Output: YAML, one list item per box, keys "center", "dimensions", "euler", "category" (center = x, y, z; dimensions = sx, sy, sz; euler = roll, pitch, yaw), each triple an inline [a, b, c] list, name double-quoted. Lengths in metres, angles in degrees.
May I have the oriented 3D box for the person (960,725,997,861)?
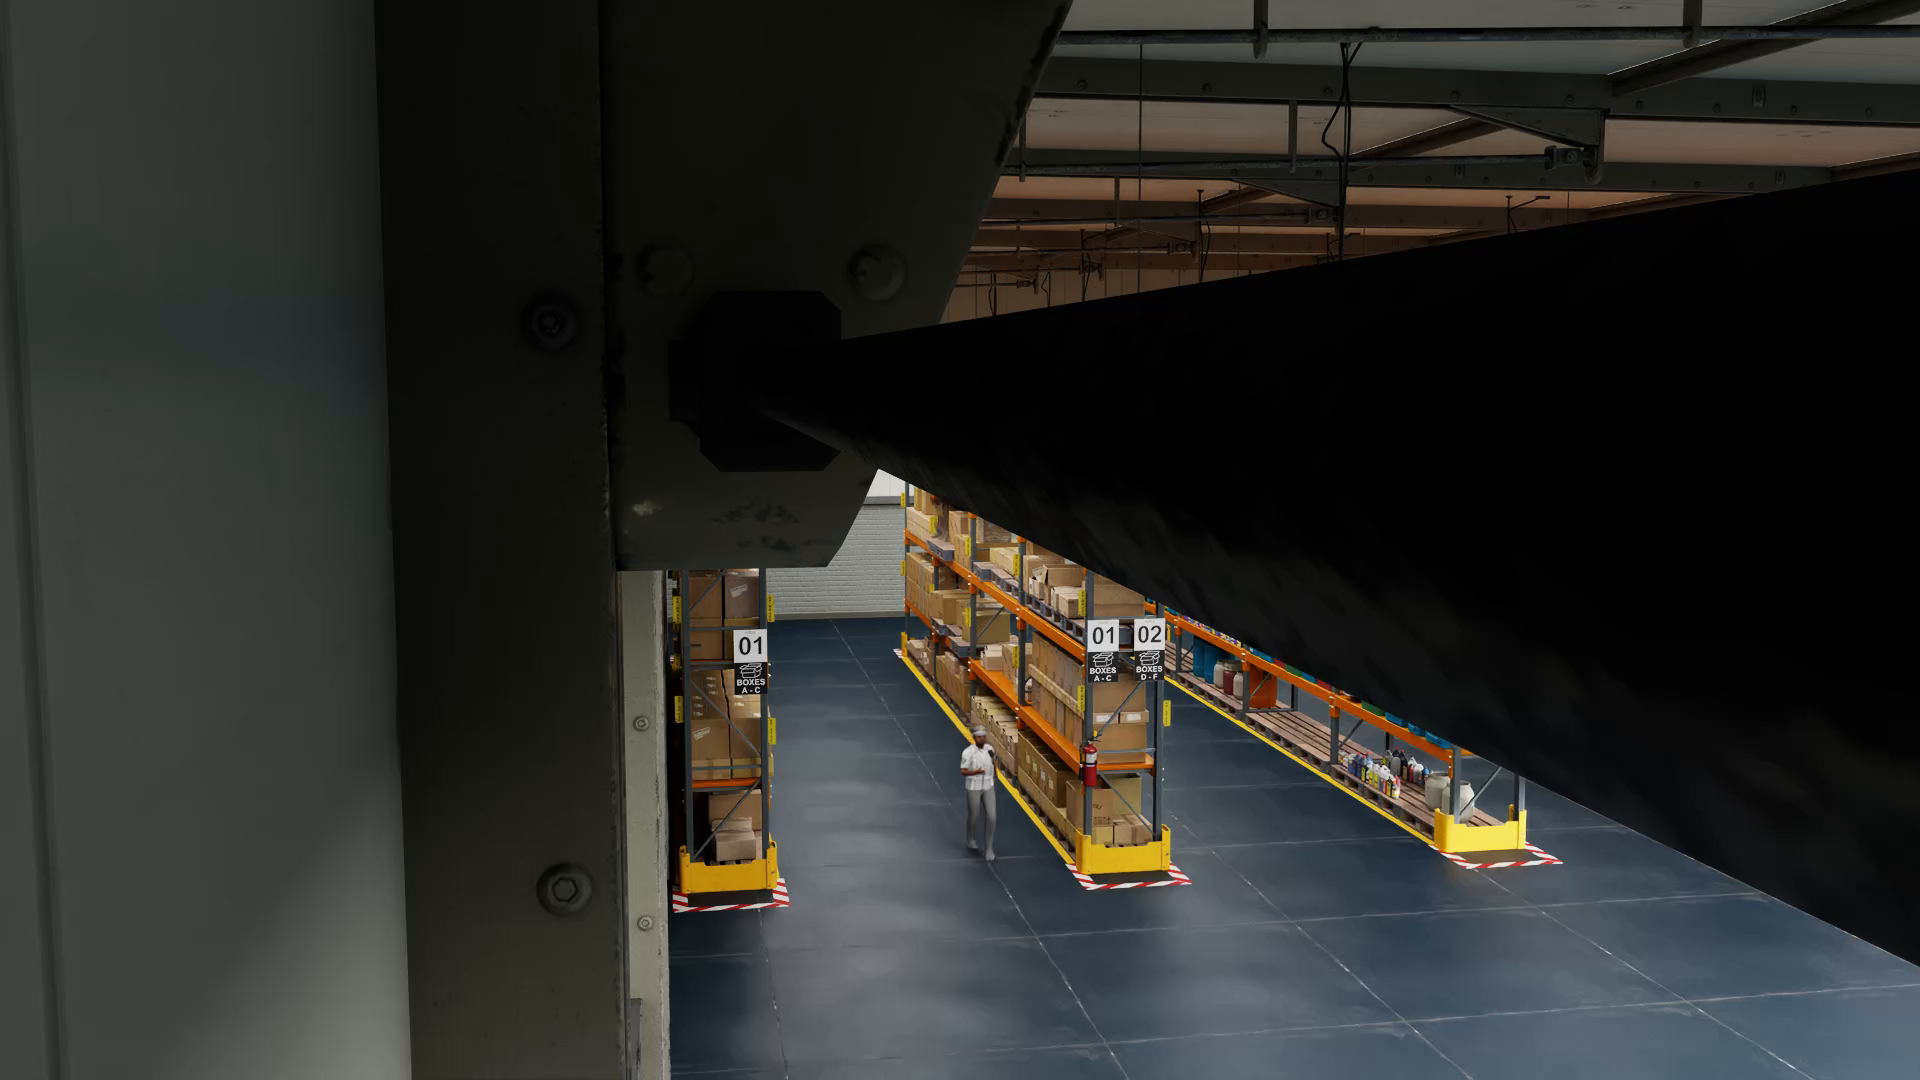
- center: [0.264, 3.260, 21.561]
  dimensions: [0.557, 1.751, 0.716]
  euler: [-2, 6, -15]
  category: "person"
